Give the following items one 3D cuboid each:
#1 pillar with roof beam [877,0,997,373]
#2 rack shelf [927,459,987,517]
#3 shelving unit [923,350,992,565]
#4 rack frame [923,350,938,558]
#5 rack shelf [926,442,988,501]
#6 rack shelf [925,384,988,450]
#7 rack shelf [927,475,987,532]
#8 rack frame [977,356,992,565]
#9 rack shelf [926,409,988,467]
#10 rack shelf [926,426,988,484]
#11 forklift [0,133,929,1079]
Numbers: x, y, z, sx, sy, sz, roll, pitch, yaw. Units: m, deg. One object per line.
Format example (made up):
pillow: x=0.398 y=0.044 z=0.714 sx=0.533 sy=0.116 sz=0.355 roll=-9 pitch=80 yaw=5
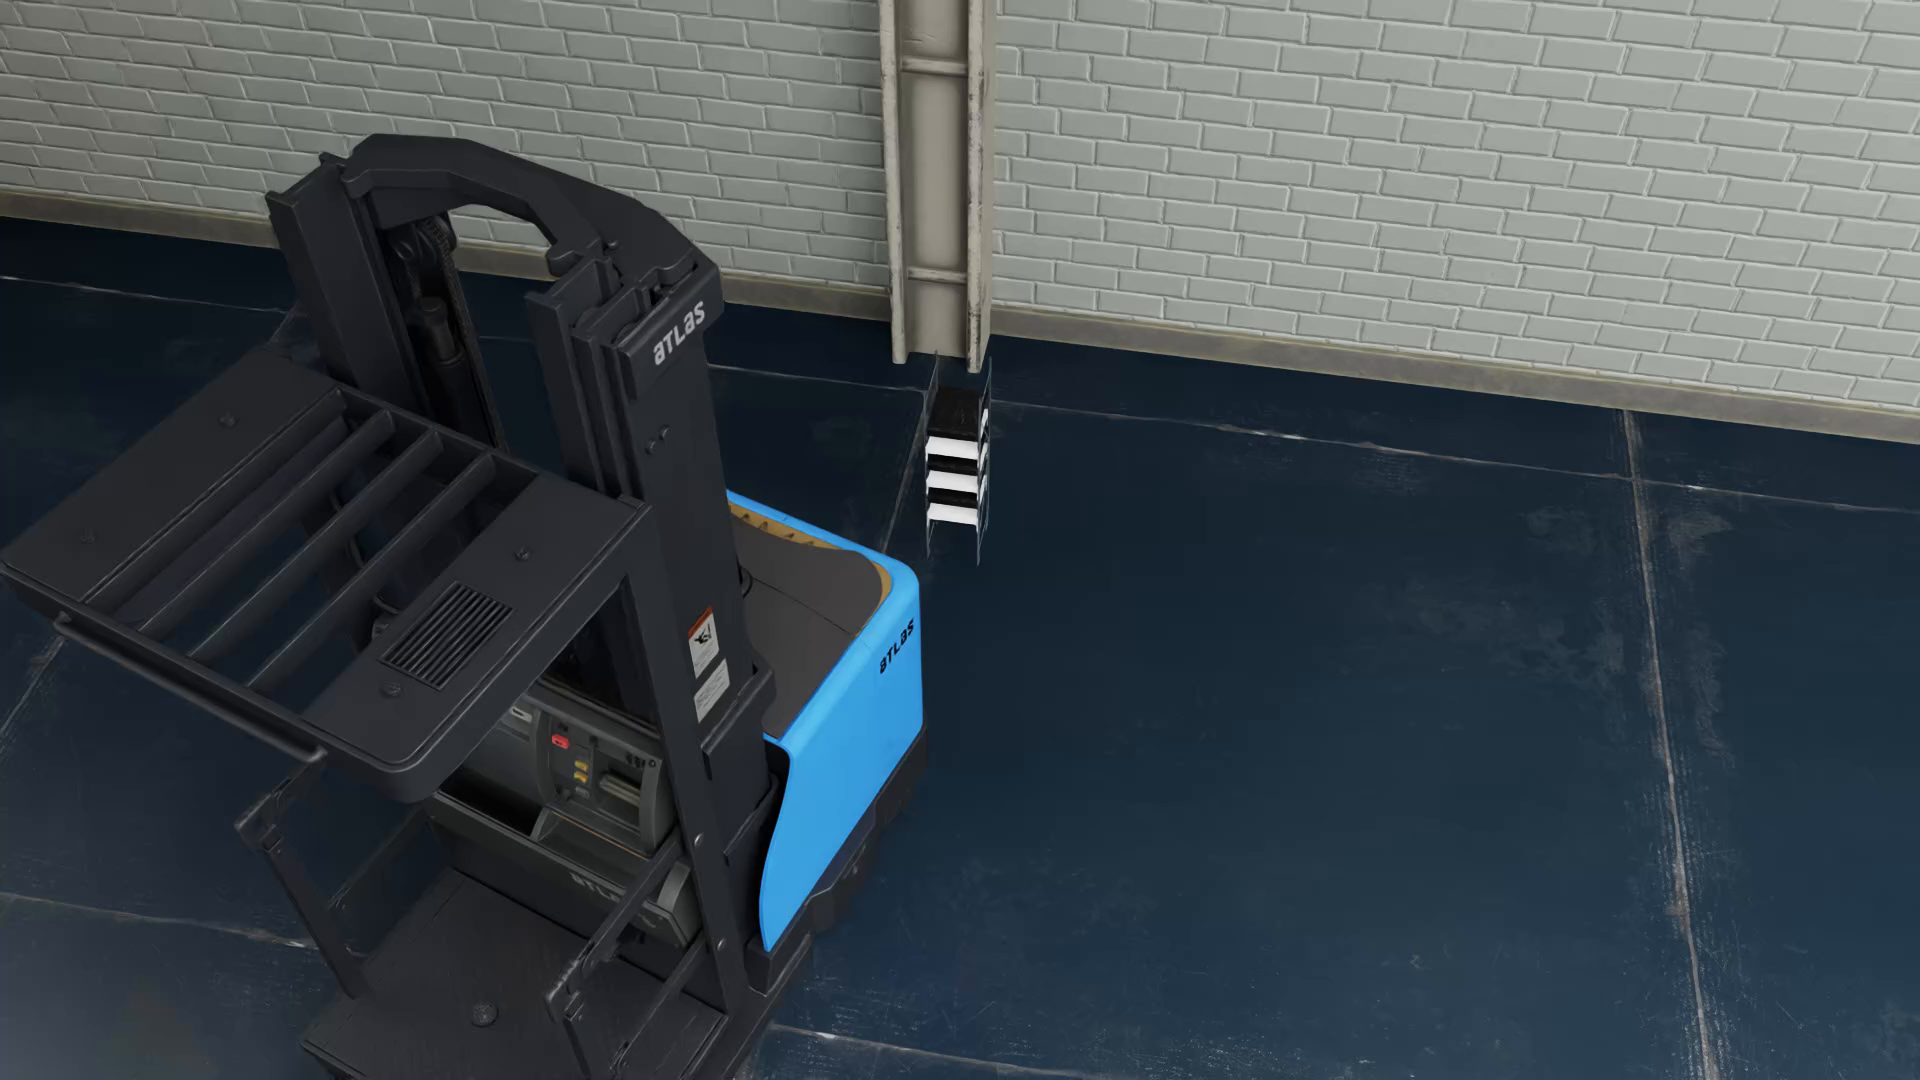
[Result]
pillar with roof beam: x=-0.847 y=-0.735 z=1.333 sx=0.400 sy=9.000 sz=9.100 roll=8 pitch=49 yaw=7
rack shelf: x=-0.008 y=-0.219 z=6.480 sx=0.200 sy=0.077 sz=0.258 roll=8 pitch=49 yaw=7
shelving unit: x=-0.008 y=-0.302 z=6.388 sx=0.210 sy=0.900 sz=0.258 roll=8 pitch=49 yaw=7
rack frame: x=-0.108 y=-0.315 z=6.400 sx=0.006 sy=0.900 sz=0.240 roll=8 pitch=49 yaw=7
rack shelf: x=-0.008 y=-0.280 z=6.413 sx=0.200 sy=0.077 sz=0.258 roll=8 pitch=49 yaw=7
rack shelf: x=-0.008 y=-0.460 z=6.212 sx=0.200 sy=0.077 sz=0.258 roll=8 pitch=49 yaw=7
rack shelf: x=-0.008 y=-0.159 z=6.547 sx=0.200 sy=0.077 sz=0.258 roll=8 pitch=49 yaw=7
rack frame: x=0.092 y=-0.288 z=6.376 sx=0.006 sy=0.900 sz=0.240 roll=8 pitch=49 yaw=7
rack shelf: x=-0.008 y=-0.400 z=6.279 sx=0.200 sy=0.077 sz=0.258 roll=8 pitch=49 yaw=7
rack shelf: x=-0.008 y=-0.340 z=6.346 sx=0.200 sy=0.077 sz=0.258 roll=8 pitch=49 yaw=7
forklift: x=-1.259 y=0.622 z=4.193 sx=1.130 sy=2.935 sz=3.031 roll=22 pitch=52 yaw=19
